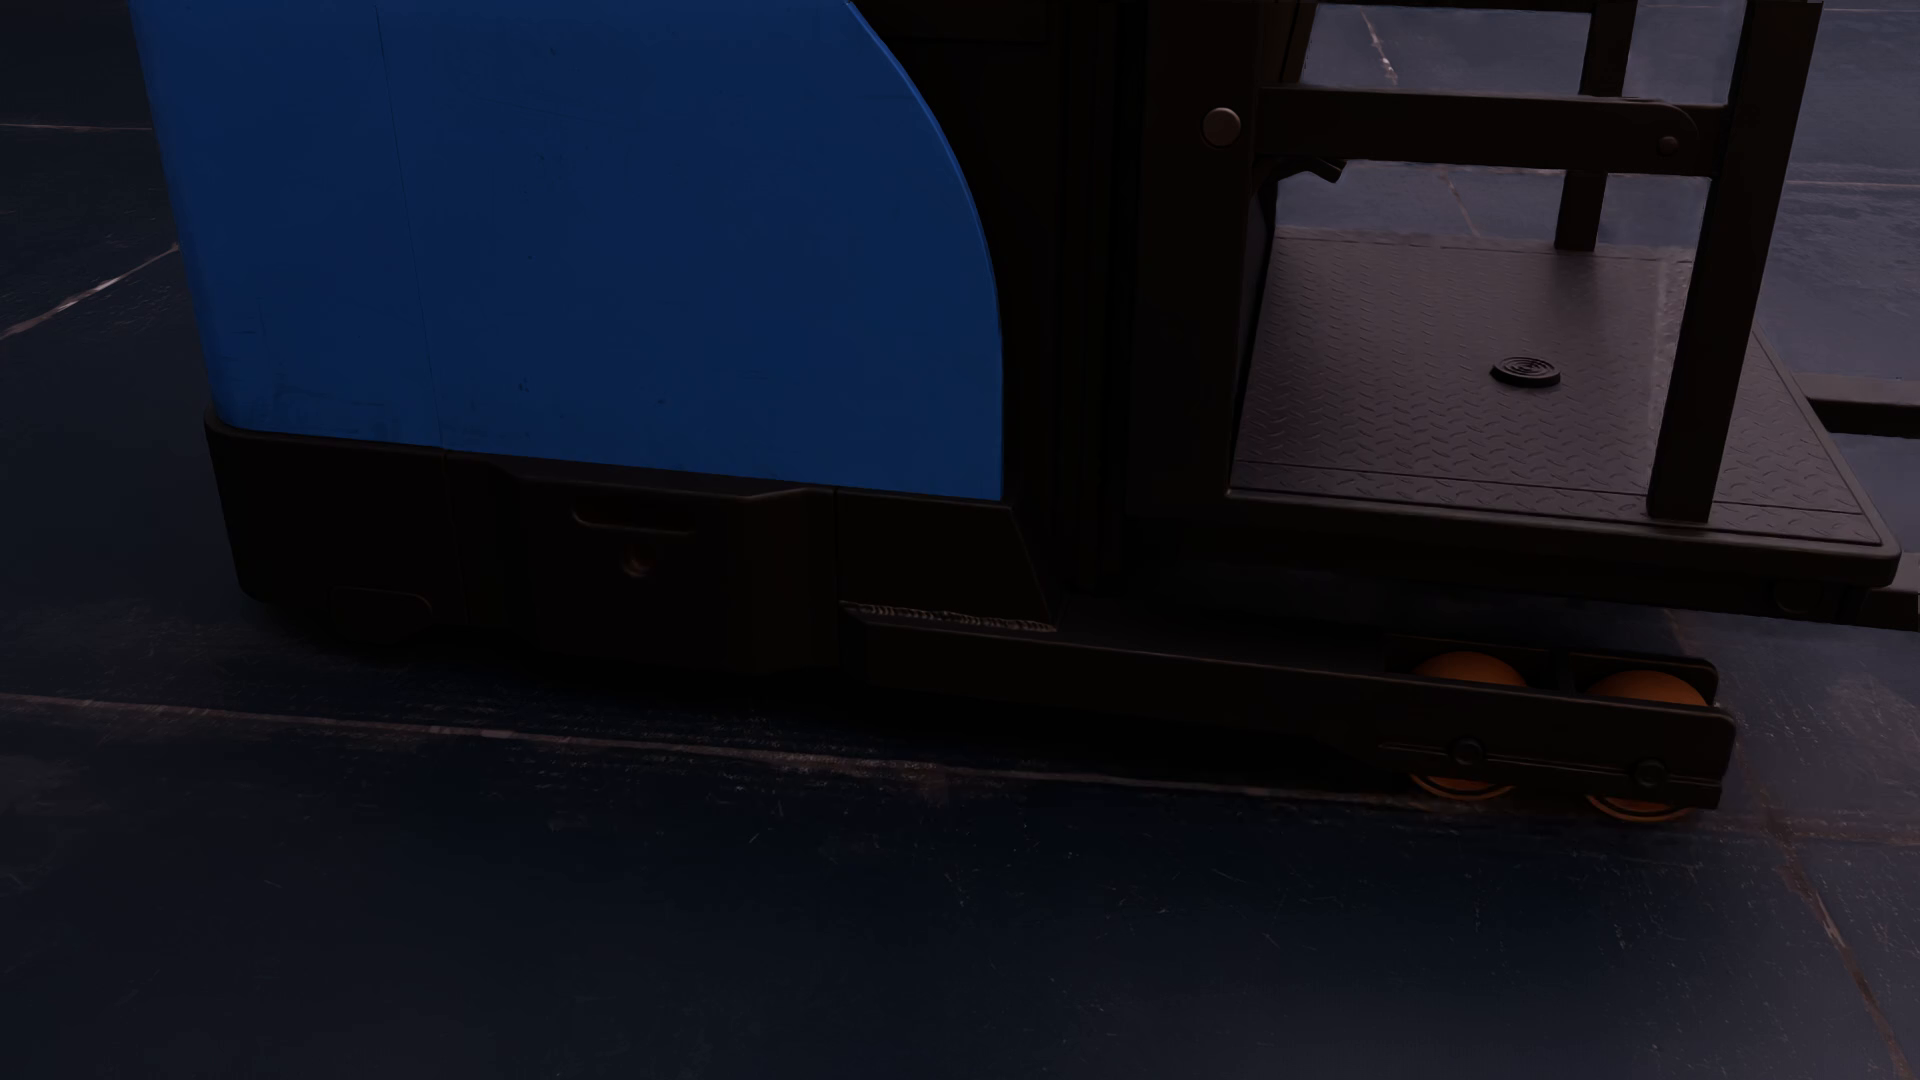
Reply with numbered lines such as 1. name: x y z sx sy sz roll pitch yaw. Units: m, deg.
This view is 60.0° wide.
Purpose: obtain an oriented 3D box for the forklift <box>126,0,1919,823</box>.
1. forklift: 0.598 -1.256 1.734 3.031 2.935 1.130 6 27 11
